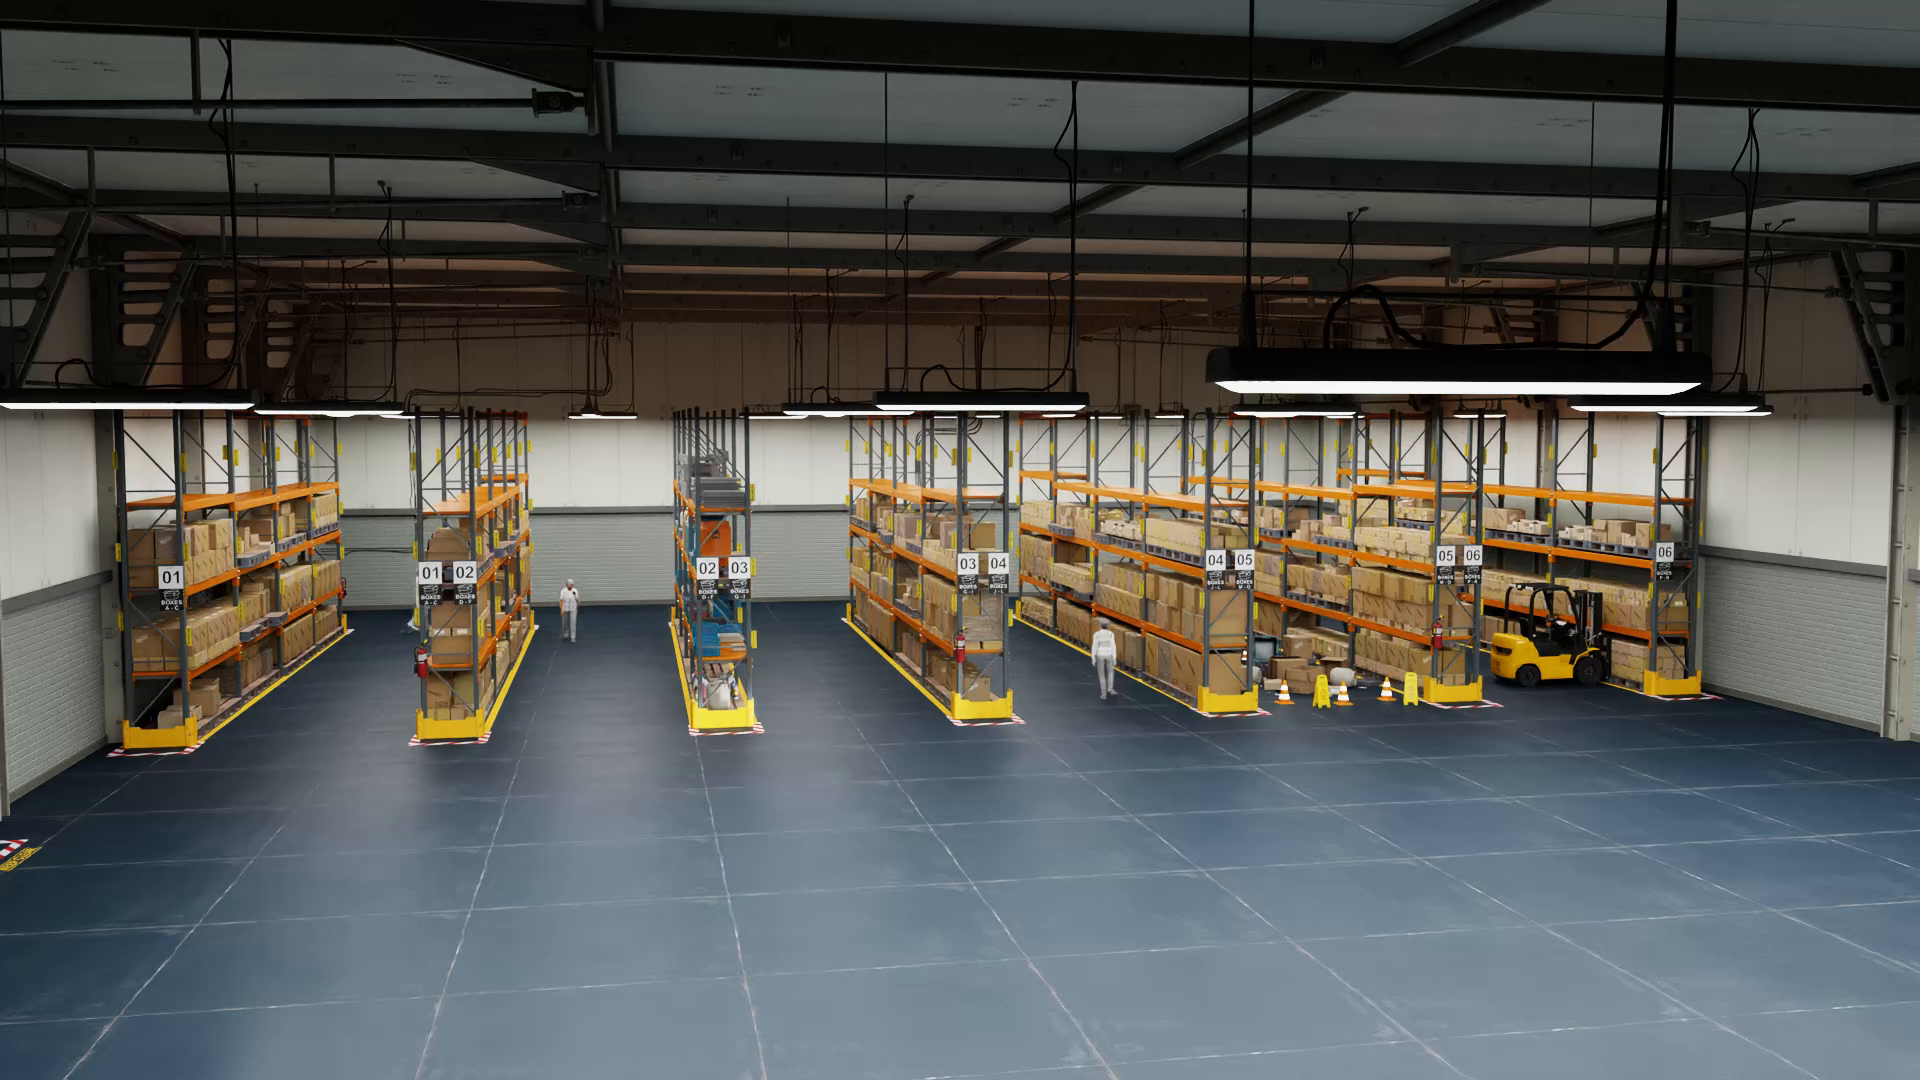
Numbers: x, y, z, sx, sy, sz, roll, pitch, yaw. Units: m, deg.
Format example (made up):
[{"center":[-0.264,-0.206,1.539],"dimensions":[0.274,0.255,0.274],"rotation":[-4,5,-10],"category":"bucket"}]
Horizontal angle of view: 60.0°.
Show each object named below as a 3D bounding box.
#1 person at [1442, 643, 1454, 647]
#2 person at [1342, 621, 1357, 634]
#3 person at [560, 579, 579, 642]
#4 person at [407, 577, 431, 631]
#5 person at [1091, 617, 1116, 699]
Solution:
[{"center":[11.217,2.183,38.336],"dimensions":[0.525,1.665,0.683],"rotation":[-2,5,-26],"category":"person"},{"center":[10.526,1.739,44.855],"dimensions":[0.517,1.698,0.397],"rotation":[-4,6,-42],"category":"person"},{"center":[-10.186,1.823,43.342],"dimensions":[0.481,1.598,1.013],"rotation":[-1,4,-12],"category":"person"},{"center":[-14.662,1.616,45.225],"dimensions":[0.640,1.765,0.923],"rotation":[4,5,42],"category":"person"},{"center":[2.971,2.434,34.345],"dimensions":[0.517,1.682,0.446],"rotation":[0,4,-2],"category":"person"}]
